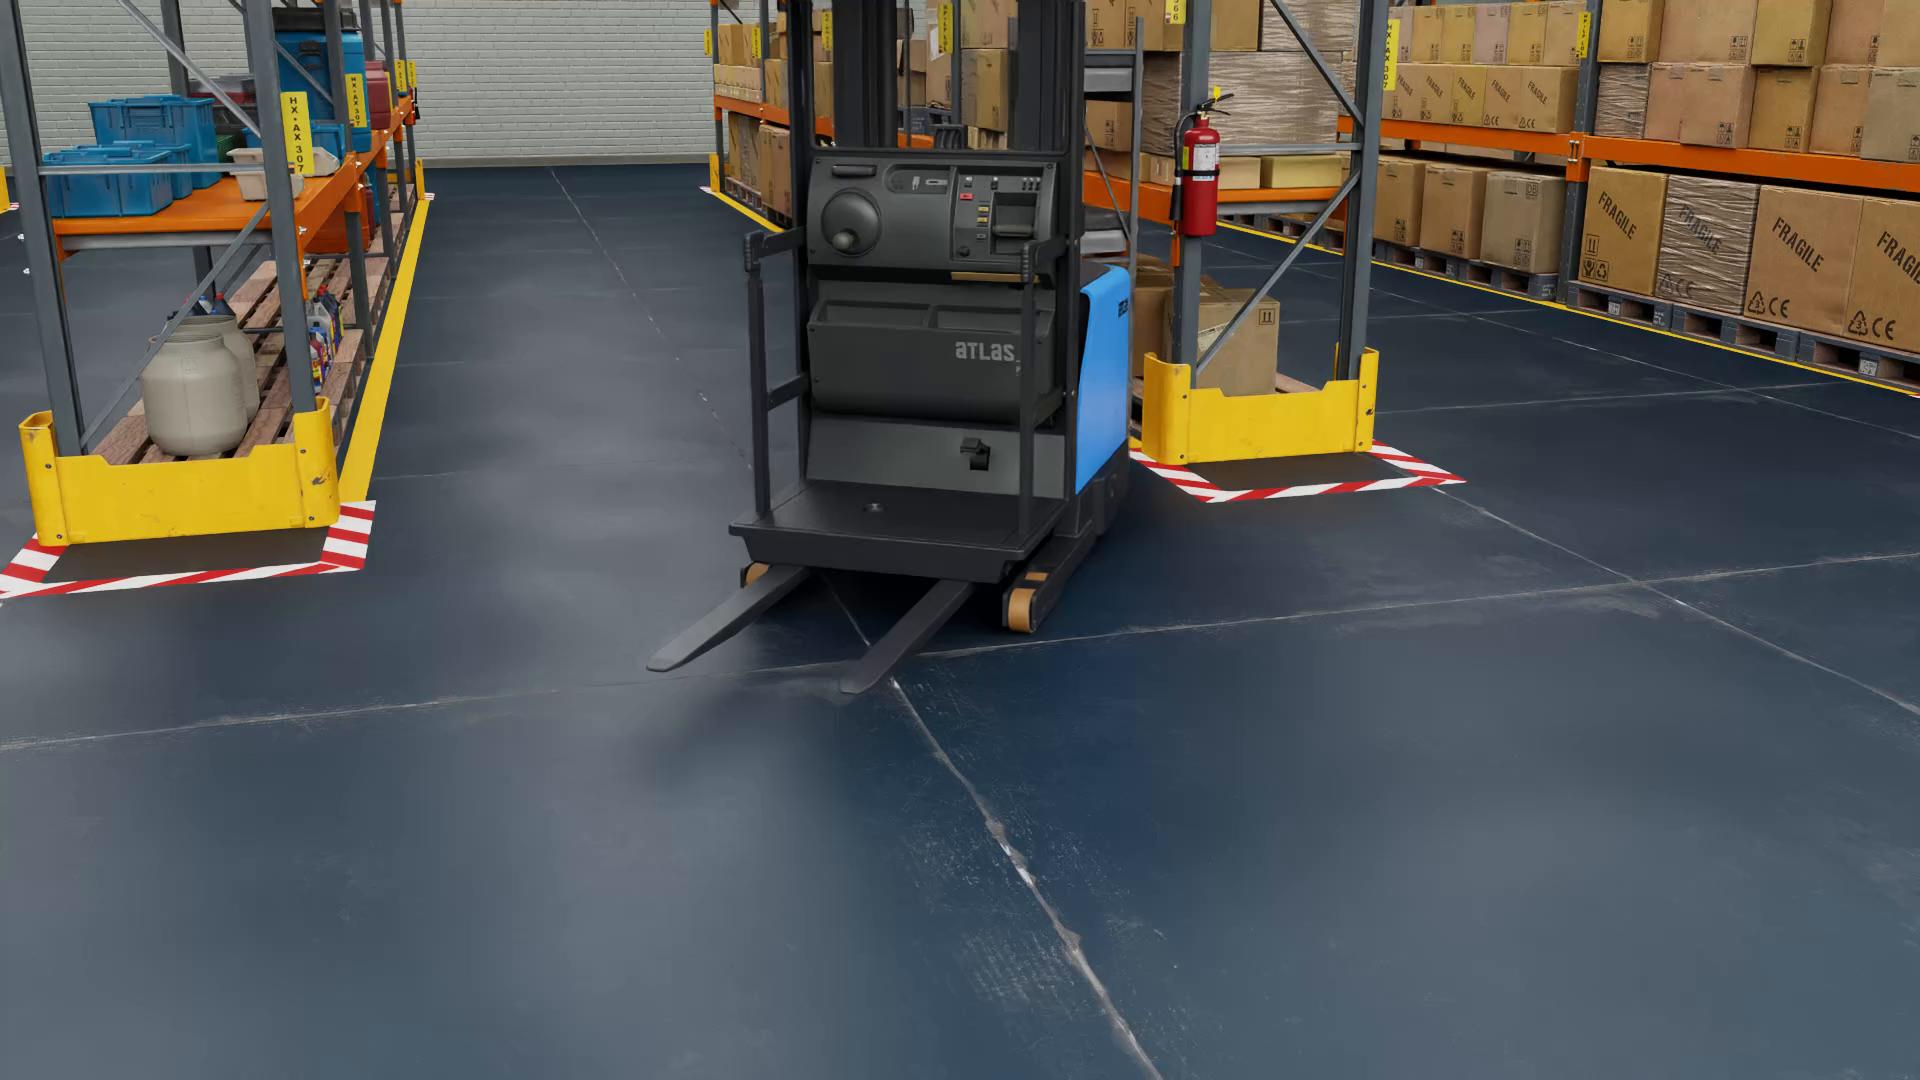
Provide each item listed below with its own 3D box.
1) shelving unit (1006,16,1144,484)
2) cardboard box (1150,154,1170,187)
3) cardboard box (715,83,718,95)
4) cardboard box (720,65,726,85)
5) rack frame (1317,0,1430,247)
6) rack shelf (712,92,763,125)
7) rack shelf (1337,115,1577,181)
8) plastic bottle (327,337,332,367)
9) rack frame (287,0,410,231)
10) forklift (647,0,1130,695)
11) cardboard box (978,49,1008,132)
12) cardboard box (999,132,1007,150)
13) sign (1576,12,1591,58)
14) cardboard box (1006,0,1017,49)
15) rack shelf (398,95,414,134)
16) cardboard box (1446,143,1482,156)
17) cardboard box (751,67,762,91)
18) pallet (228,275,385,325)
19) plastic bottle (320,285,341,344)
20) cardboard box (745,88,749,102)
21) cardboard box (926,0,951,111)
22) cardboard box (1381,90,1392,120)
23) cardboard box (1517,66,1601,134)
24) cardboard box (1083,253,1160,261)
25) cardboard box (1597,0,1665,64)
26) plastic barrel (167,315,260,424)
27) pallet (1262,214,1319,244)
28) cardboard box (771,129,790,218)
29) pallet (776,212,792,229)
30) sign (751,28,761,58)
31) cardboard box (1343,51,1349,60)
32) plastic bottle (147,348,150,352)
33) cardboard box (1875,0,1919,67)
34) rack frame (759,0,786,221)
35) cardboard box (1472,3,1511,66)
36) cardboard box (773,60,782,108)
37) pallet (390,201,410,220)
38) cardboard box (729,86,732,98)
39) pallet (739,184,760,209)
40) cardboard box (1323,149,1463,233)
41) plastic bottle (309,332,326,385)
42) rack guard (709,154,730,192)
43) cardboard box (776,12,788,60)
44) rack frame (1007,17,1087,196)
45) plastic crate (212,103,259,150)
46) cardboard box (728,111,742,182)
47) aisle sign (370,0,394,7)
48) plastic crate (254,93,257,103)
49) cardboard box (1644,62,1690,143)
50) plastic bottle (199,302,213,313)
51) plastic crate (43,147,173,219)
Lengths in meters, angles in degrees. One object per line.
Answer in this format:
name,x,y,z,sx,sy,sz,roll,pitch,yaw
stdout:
shelving unit,0.506,-1.308,7.653,0.431,2.100,0.503,-8,18,-26
cardboard box,1.189,-1.885,8.450,0.380,0.149,0.250,-5,17,-15
cardboard box,-3.082,-6.055,22.331,0.380,0.149,0.250,-4,17,-15
cardboard box,-2.841,-6.072,21.697,0.500,0.250,0.500,-5,17,-16
rack frame,4.133,-4.451,16.554,1.000,3.000,0.127,-5,17,-15
rack shelf,-2.313,-5.401,20.970,1.077,0.370,4.000,-5,17,-15
rack shelf,4.682,-3.553,14.816,1.077,0.370,4.000,-5,17,-15
plastic bottle,-3.632,-1.085,9.451,0.097,0.201,0.097,0,17,0
rack frame,-6.526,-4.801,17.722,1.000,3.000,0.127,-5,17,-15
forklift,-0.169,-1.199,5.850,1.130,2.935,3.031,5,17,16
cardboard box,0.603,-2.900,10.701,0.875,0.500,0.500,-5,17,-15
cardboard box,0.464,-2.498,10.492,0.380,0.149,0.250,-5,17,-15
sign,4.713,-3.815,12.564,0.100,0.325,0.005,-5,17,-15
cardboard box,0.590,-3.228,10.056,0.500,0.500,0.500,-5,17,-15
rack shelf,-7.075,-5.010,19.667,1.077,0.370,4.000,-5,17,-15
cardboard box,7.449,-5.380,23.372,0.875,0.438,0.875,-5,17,-17
cardboard box,-2.137,-5.365,19.342,0.500,0.250,0.500,-5,17,-16
pallet,-4.919,-1.805,12.594,1.003,0.211,1.213,-5,17,-15
plastic bottle,-3.873,-1.375,10.155,0.144,0.351,0.185,-5,17,-17
cardboard box,-2.374,-5.344,19.966,0.380,0.149,0.250,-4,17,-14
cardboard box,0.351,-3.699,12.280,1.000,1.000,1.000,-5,17,-15
cardboard box,4.139,-4.212,15.588,0.500,0.500,0.500,-5,17,-16
cardboard box,4.831,-3.515,13.267,0.500,0.500,0.500,-5,17,-16
cardboard box,0.917,-1.547,10.502,0.500,0.500,0.500,-6,18,-20
cardboard box,5.300,-3.828,12.345,0.875,0.550,0.550,-5,17,-15
plastic barrel,-3.620,-0.806,8.016,0.421,0.512,0.421,0,17,0
pallet,3.919,-3.331,17.675,1.003,0.211,1.213,-5,17,-15
cardboard box,-1.322,-3.954,17.864,1.225,0.875,0.875,-5,18,-17
pallet,-1.479,-3.650,18.736,1.003,0.211,1.213,-5,17,-15
sign,-2.297,-5.601,18.742,0.100,0.325,0.005,-5,17,-15
cardboard box,4.116,-5.034,17.168,0.380,0.149,0.250,-5,17,-17
plastic bottle,-4.204,-0.896,8.677,0.061,0.283,0.133,-4,17,-14
cardboard box,6.027,-3.077,9.845,0.875,0.550,0.550,-5,17,-15
rack frame,-1.763,-5.193,19.025,1.000,3.000,0.127,-5,17,-15
cardboard box,4.808,-4.290,14.107,0.700,0.500,0.500,-5,17,-15
cardboard box,-1.738,-4.955,18.059,0.500,0.500,0.500,-5,17,-15
pallet,-6.765,-3.666,18.790,1.003,0.211,1.213,-5,17,-15
cardboard box,-2.727,-5.699,21.148,0.380,0.149,0.250,-5,17,-16
pallet,-2.236,-4.412,21.273,1.003,0.211,1.213,-5,17,-15
cardboard box,4.213,-3.399,16.233,1.050,0.750,0.750,-5,17,-16
plastic bottle,-3.471,-0.982,8.964,0.061,0.283,0.133,-4,17,-14
rack guard,-2.869,-5.109,23.090,1.175,0.500,0.348,-5,17,-15
cardboard box,-1.580,-5.545,18.281,0.797,0.503,0.637,-5,17,-17
rack frame,0.397,-1.371,7.862,0.400,2.100,0.015,-8,18,-26
plastic crate,-4.306,-2.404,9.848,0.767,0.338,0.504,-5,17,-15
cardboard box,-2.610,-5.312,22.386,0.875,0.875,0.875,-5,17,-15
aisle sign,-7.363,-7.196,21.174,0.394,0.787,0.004,-5,17,-15
plastic crate,-4.929,-2.861,11.291,0.392,0.384,0.575,-5,17,-15
cardboard box,5.518,-3.164,12.012,0.875,0.550,0.550,-5,17,-15
plastic bottle,-4.546,-1.285,9.984,0.152,0.276,0.135,-4,17,-13
plastic crate,-3.653,-1.525,7.075,0.499,0.251,0.616,-5,17,-15
